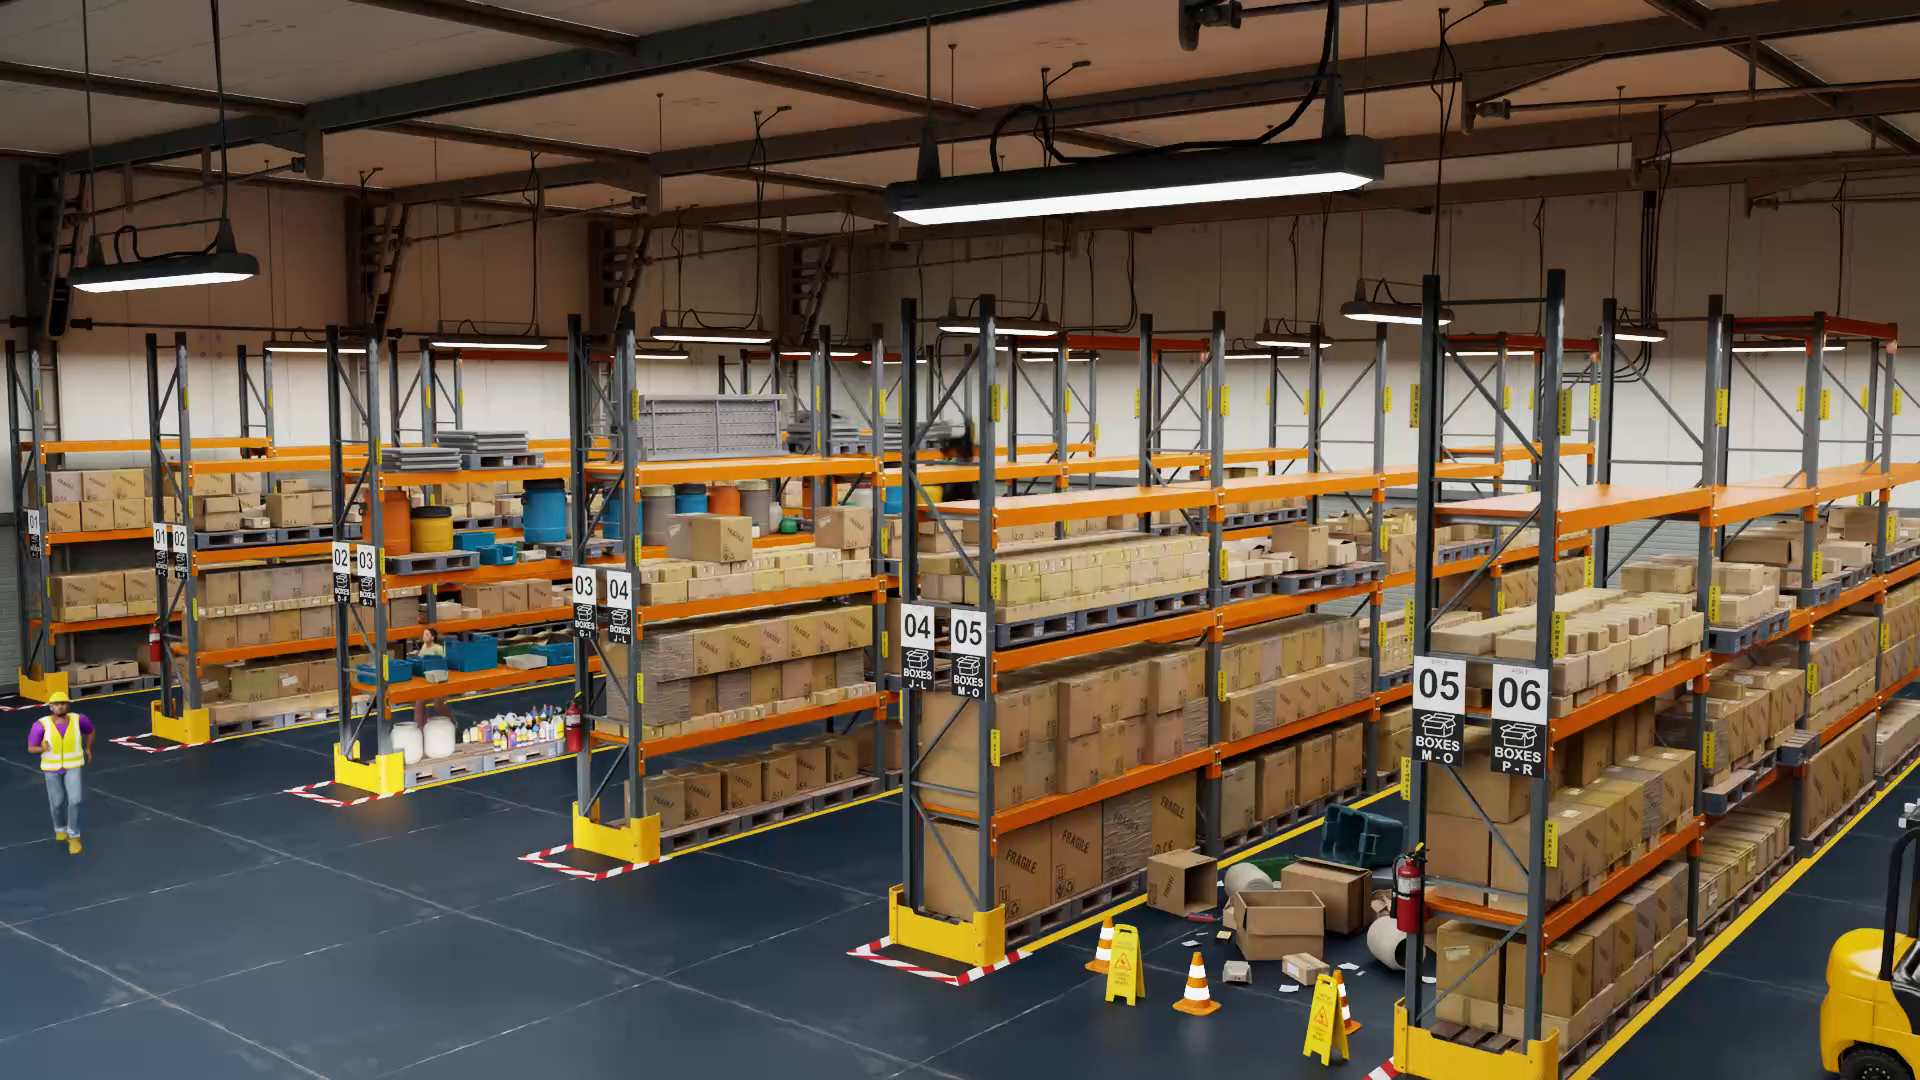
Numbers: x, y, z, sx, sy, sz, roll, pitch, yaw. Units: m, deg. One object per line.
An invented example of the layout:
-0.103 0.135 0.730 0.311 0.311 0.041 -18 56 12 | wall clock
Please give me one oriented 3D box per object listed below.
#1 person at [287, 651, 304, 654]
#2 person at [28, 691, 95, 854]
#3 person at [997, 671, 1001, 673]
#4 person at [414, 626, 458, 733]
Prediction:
-11.221 1.842 27.858 0.603 1.628 0.573 4 6 37 | person
-10.082 2.606 18.697 0.672 1.825 0.717 -3 6 -28 | person
0.408 2.247 20.026 0.546 1.784 0.736 2 6 24 | person
-7.780 2.112 24.518 0.578 1.664 0.882 2 6 26 | person
